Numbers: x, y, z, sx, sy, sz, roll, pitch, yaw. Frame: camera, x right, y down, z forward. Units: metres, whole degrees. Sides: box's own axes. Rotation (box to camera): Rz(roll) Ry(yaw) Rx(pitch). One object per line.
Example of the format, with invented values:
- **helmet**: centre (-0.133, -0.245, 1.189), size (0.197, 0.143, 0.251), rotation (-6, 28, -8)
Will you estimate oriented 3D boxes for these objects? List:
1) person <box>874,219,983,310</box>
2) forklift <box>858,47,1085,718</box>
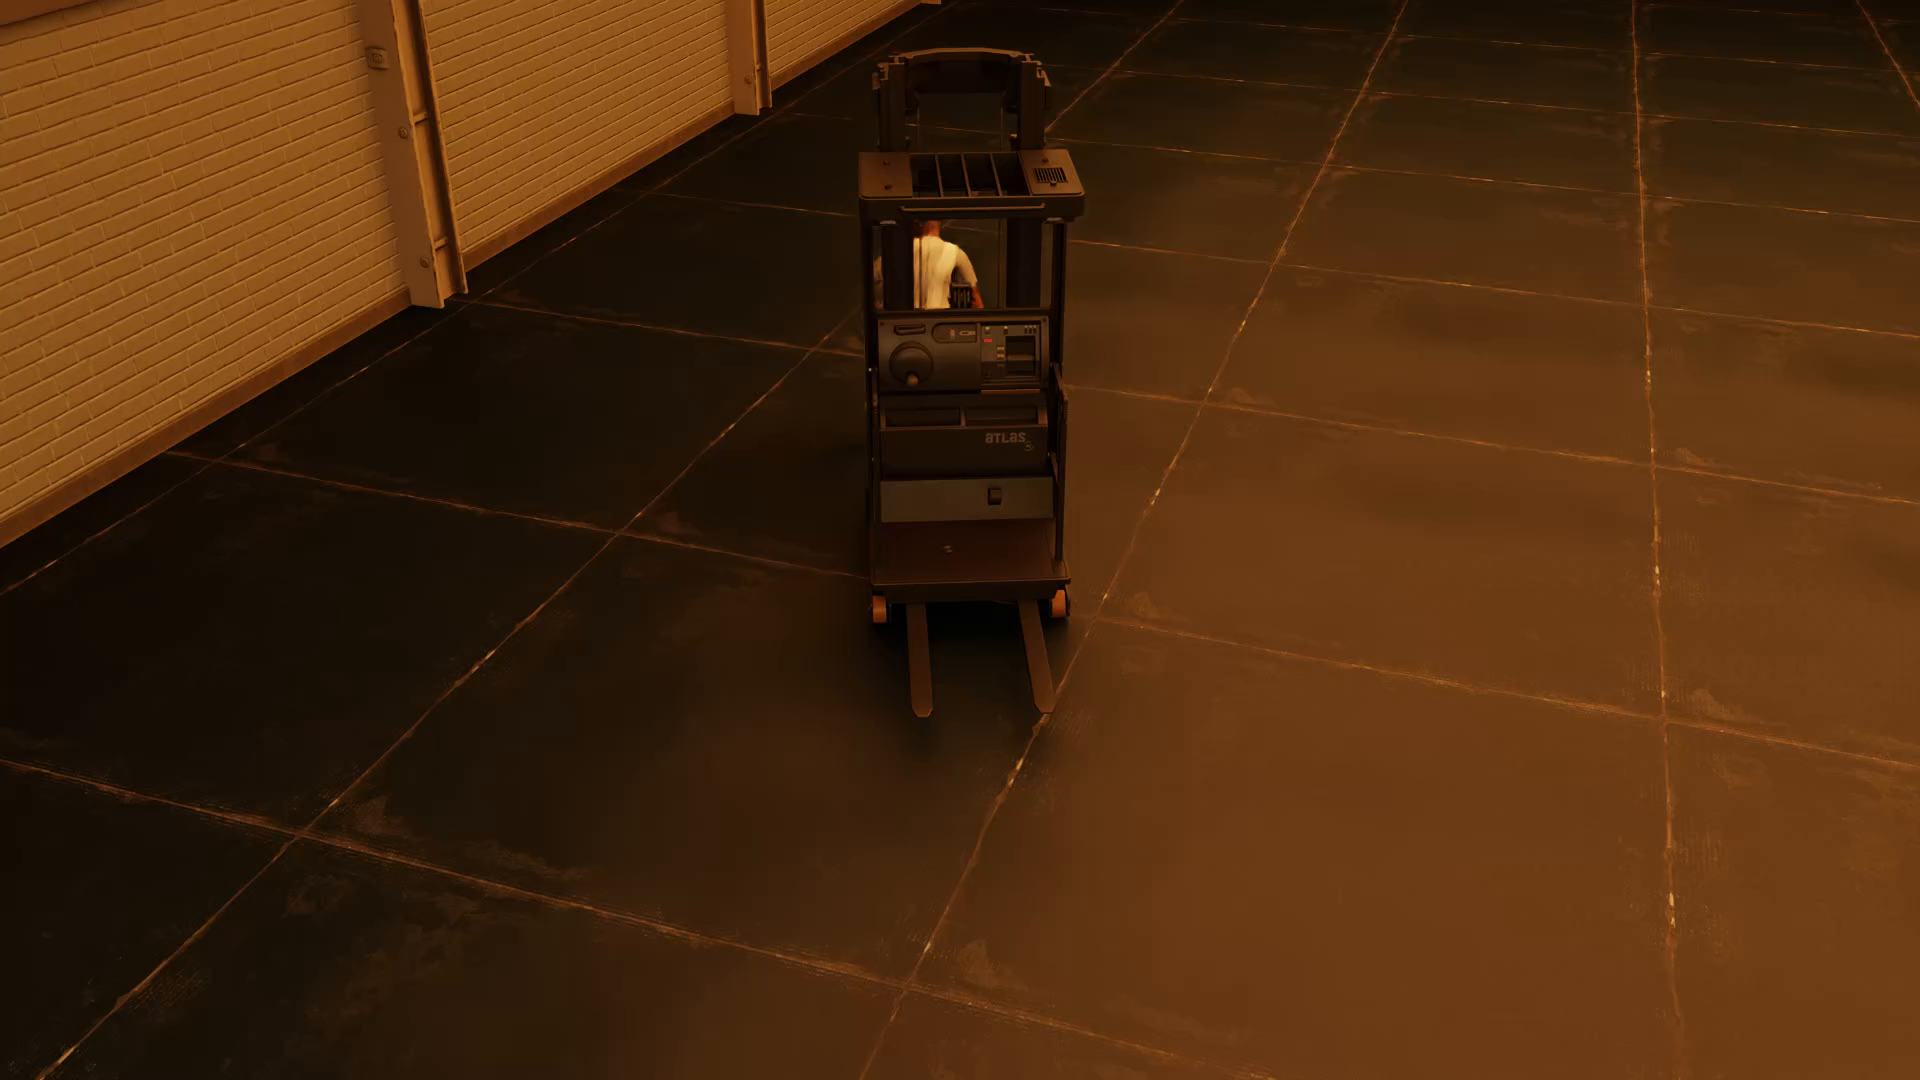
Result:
- **person**: centre (-0.238, -1.452, 11.083), size (0.913, 1.576, 0.625), rotation (17, 34, 27)
- **forklift**: centre (0.035, -0.972, 8.842), size (1.130, 2.935, 3.031), rotation (-2, 30, -3)
